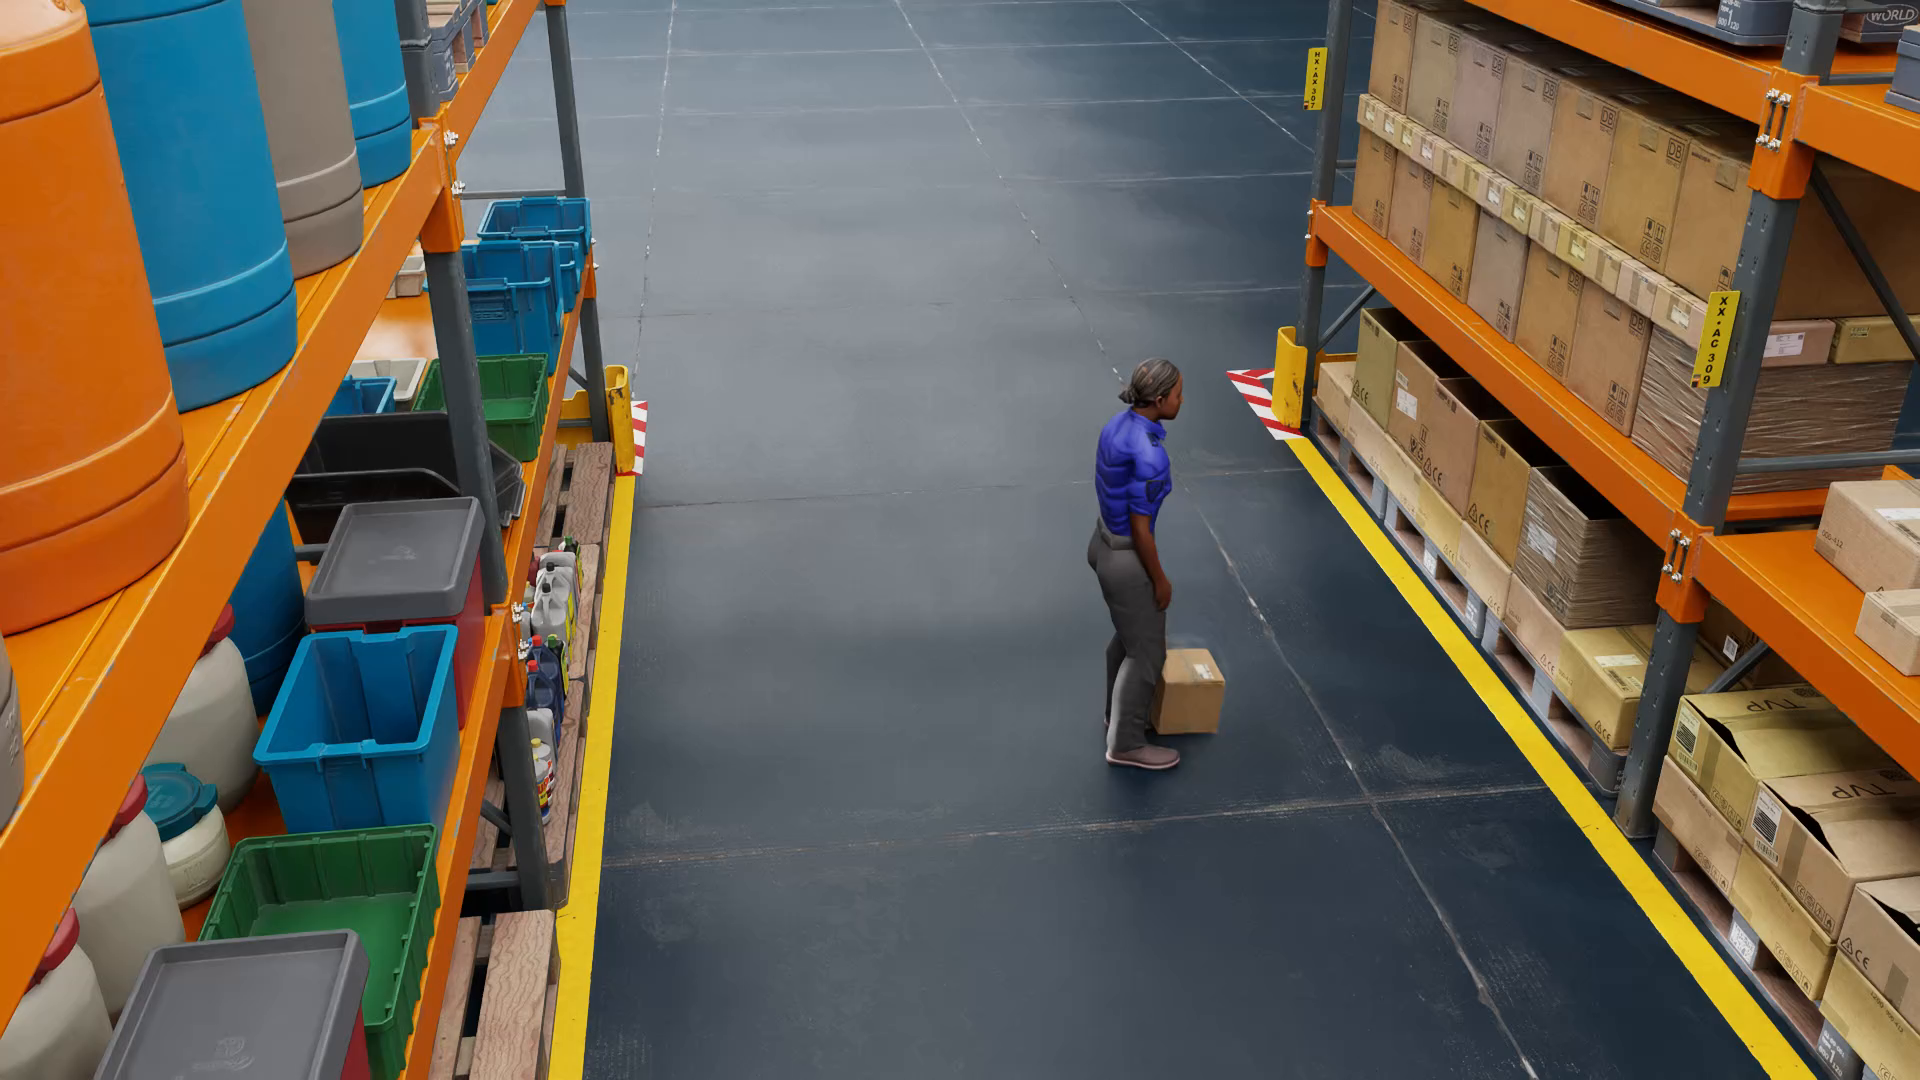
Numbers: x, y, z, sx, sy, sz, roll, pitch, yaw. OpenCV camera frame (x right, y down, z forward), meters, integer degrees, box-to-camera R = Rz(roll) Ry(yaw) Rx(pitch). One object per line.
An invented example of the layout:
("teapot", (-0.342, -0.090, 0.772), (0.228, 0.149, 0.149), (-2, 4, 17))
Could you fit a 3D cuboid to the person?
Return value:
("person", (0.708, 0.081, 6.465), (0.399, 1.656, 0.502), (-5, 28, -9))
